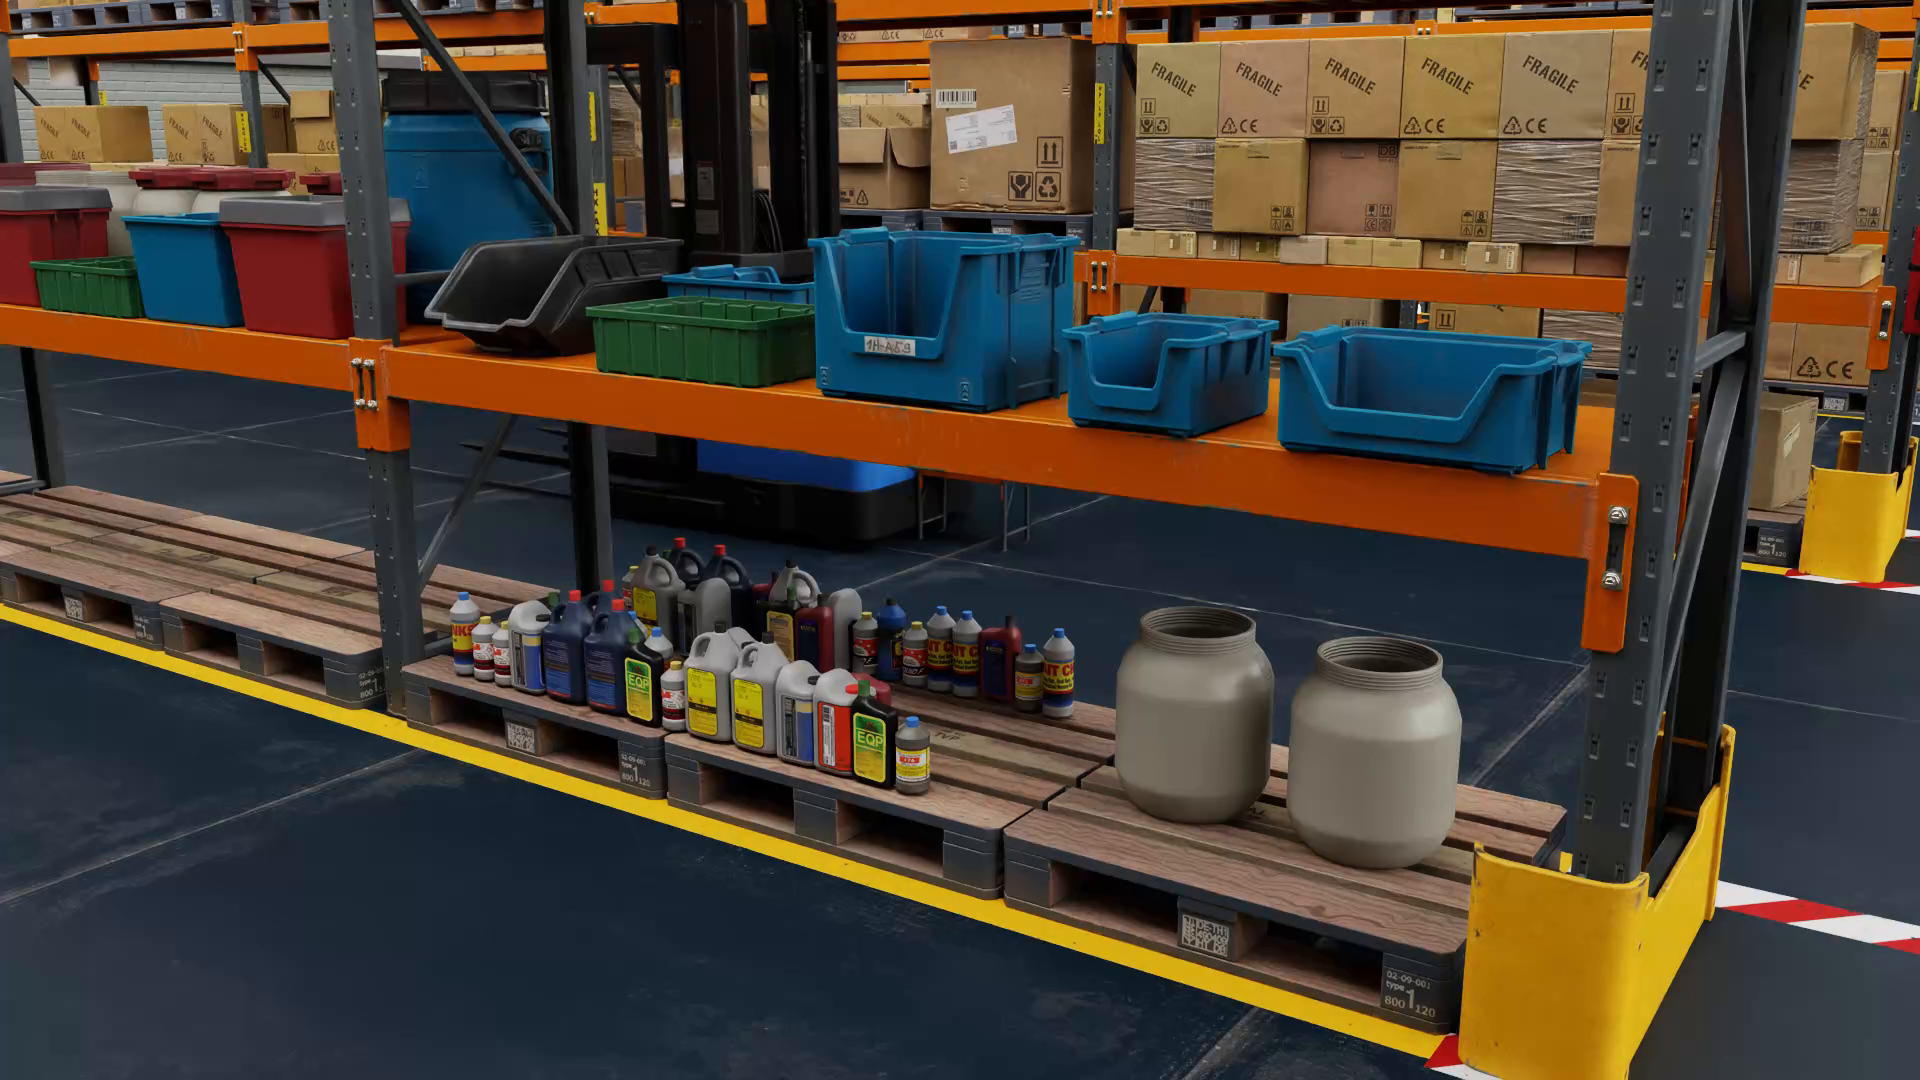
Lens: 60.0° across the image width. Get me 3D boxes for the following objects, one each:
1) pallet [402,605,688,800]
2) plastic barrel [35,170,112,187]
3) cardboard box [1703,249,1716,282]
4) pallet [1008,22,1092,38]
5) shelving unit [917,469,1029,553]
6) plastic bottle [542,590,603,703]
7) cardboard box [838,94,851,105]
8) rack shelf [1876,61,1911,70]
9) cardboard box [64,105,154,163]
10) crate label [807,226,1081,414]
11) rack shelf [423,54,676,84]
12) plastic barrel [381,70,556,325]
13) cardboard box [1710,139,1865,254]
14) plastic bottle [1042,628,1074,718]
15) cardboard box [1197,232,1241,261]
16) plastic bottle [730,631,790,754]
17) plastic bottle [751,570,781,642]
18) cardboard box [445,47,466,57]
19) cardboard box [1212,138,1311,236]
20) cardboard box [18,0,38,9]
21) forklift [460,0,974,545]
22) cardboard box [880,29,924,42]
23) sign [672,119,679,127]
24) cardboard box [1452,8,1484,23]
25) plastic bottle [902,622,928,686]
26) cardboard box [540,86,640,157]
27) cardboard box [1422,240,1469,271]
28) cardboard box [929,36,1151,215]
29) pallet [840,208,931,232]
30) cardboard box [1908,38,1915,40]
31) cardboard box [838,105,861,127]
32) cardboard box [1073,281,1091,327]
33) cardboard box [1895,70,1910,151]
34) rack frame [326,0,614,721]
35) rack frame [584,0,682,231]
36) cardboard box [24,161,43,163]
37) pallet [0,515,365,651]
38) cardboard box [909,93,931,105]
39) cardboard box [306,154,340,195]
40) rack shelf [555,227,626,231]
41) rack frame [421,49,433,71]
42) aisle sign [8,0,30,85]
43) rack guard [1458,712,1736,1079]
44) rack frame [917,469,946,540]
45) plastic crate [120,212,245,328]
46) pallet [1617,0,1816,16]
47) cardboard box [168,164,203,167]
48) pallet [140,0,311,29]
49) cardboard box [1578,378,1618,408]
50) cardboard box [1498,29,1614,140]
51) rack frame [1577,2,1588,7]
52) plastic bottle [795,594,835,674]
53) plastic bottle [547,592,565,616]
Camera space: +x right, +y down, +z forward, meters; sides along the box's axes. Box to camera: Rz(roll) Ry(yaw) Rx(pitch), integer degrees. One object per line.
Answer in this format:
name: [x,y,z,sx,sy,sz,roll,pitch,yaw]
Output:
pallet: [-1.147,0.519,5.786,1.213,0.211,1.003,9,17,33]
plastic barrel: [-4.028,-1.428,7.616,0.421,0.512,0.421,0,14,0]
cardboard box: [3.607,-1.316,7.919,0.250,0.149,0.380,9,17,33]
pallet: [1.180,-4.721,15.301,1.003,0.211,1.213,10,17,35]
shelving unit: [0.065,-0.575,8.150,0.503,1.200,0.258,9,16,31]
plastic bottle: [-1.243,0.331,5.342,0.185,0.351,0.144,10,17,34]
cardboard box: [-1.483,-5.980,22.598,0.250,0.149,0.380,9,16,32]
rack shelf: [11.040,-5.725,20.462,4.000,0.370,1.077,9,17,33]
cardboard box: [-7.779,-3.712,15.207,0.500,0.500,0.500,9,16,31]
crate label: [-0.040,-0.606,4.456,0.616,0.435,0.502,9,17,33]
rack shelf: [-4.363,-5.343,18.921,4.000,0.370,1.077,9,17,33]
plastic barrel: [-1.833,-1.288,6.241,0.708,0.901,0.600,9,17,33]
cardboard box: [3.961,-1.656,7.943,0.500,0.500,0.875,9,17,33]
plastic bottle: [0.307,0.409,5.189,0.097,0.271,0.097,0,14,0]
cardboard box: [1.517,-1.645,9.250,0.250,0.149,0.380,9,17,33]
plastic bottle: [-0.579,0.438,4.909,0.185,0.351,0.144,10,17,35]
plastic bottle: [-0.668,0.241,5.846,0.133,0.283,0.061,11,17,37]
cardboard box: [-5.792,-5.777,19.487,0.500,0.250,0.500,10,17,35]
cardboard box: [1.817,-1.966,9.197,0.500,0.500,0.875,9,17,33]
cardboard box: [-8.413,-5.227,15.665,0.500,0.500,0.700,8,16,29]
forklift: [-1.449,-1.640,8.850,3.031,2.935,1.130,9,16,31]
cardboard box: [-0.422,-5.027,15.938,0.500,0.500,0.500,9,17,33]
sign: [-3.000,-4.279,17.567,0.005,0.325,0.100,9,17,33]
cardboard box: [5.631,-5.602,17.905,0.500,0.250,0.500,9,17,33]
plastic bottle: [-0.142,0.371,5.491,0.097,0.201,0.097,0,14,0]
cardboard box: [-2.834,-3.093,12.281,0.637,0.503,0.797,10,17,35]
cardboard box: [2.578,-1.486,8.608,0.250,0.149,0.380,9,17,33]
cardboard box: [0.502,-2.550,10.258,1.000,1.000,1.000,9,17,33]
pallet: [-0.571,-2.106,10.988,1.213,0.211,1.003,9,17,33]
cardboard box: [9.054,-4.755,15.570,0.250,0.149,0.380,10,17,34]
cardboard box: [-1.414,-5.647,22.604,0.500,0.500,0.500,9,17,34]
cardboard box: [1.071,-2.444,15.762,0.750,0.750,1.050,9,16,32]
cardboard box: [6.968,-3.014,11.695,0.550,0.550,0.875,9,17,33]
rack frame: [-1.681,-0.933,5.848,0.127,3.000,1.000,9,17,33]
rack frame: [-2.236,-2.457,12.005,0.127,3.000,1.000,9,17,33]
cardboard box: [-8.627,-3.483,15.843,0.500,0.250,0.500,9,16,31]
pallet: [-3.371,0.160,7.238,1.213,0.211,1.003,9,17,33]
cardboard box: [-0.458,-5.796,21.854,0.250,0.149,0.380,9,16,32]
cardboard box: [-4.895,-2.863,13.437,0.500,0.500,0.500,9,17,33]
rack shelf: [-3.896,-2.376,13.175,4.000,0.370,1.077,9,17,33]
rack frame: [-6.022,-4.505,20.279,0.127,3.000,1.000,9,17,33]
aisle sign: [-9.102,-4.741,15.824,0.004,0.787,0.394,9,17,33]
rack guard: [1.548,0.816,3.985,0.348,0.500,1.175,9,17,33]
rack frame: [-0.141,-0.606,8.275,0.015,1.200,0.240,9,16,31]
plastic crate: [-2.770,-1.011,6.197,0.575,0.384,0.392,9,17,33]
pallet: [5.616,-4.033,12.315,1.213,0.211,1.003,9,17,33]
cardboard box: [-6.499,-3.140,14.460,0.500,0.250,0.500,10,17,34]
pallet: [-6.228,-4.518,14.273,1.213,0.211,1.003,9,17,33]
cardboard box: [3.378,-0.535,8.569,0.500,0.500,0.500,-12,18,-39]
cardboard box: [2.976,-2.220,8.141,0.500,0.500,0.500,9,17,33]
rack frame: [6.614,-6.808,17.099,0.127,3.000,1.000,9,17,33]
plastic bottle: [-0.485,0.314,5.549,0.133,0.283,0.061,9,17,33]
plastic bottle: [-1.319,0.319,5.529,0.133,0.283,0.061,9,17,33]
